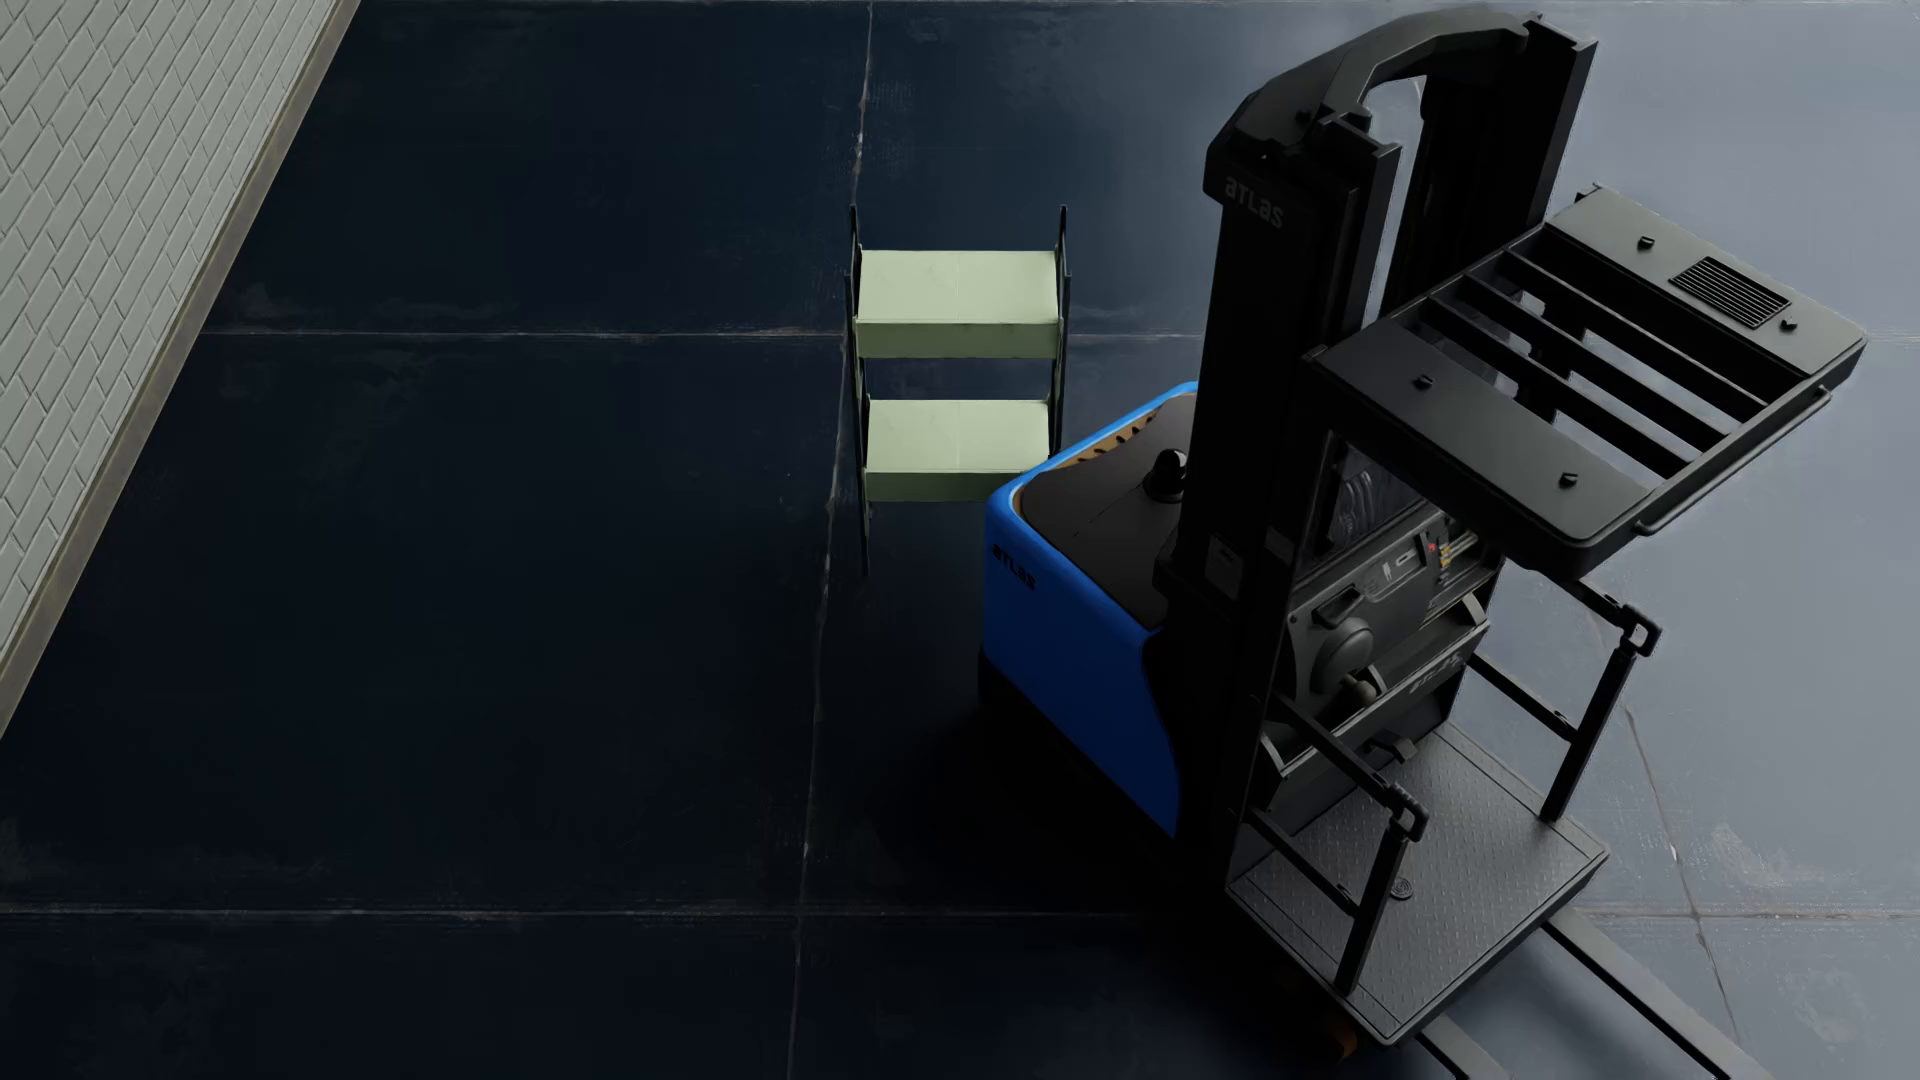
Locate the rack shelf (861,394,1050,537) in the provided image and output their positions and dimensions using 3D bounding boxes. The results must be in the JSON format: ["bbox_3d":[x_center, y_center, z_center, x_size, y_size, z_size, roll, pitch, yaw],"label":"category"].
[{"bbox_3d":[-0.007,-0.289,6.440,0.720,0.370,0.431,0,47,0],"label":"rack shelf"}]

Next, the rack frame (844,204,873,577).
[{"bbox_3d":[-0.373,-0.512,6.202,0.023,1.500,0.400,0,47,0],"label":"rack frame"}]

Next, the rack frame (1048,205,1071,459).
[{"bbox_3d":[0.359,-0.510,6.200,0.023,1.500,0.400,0,47,0],"label":"rack frame"}]

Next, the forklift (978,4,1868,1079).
[{"bbox_3d":[1.376,0.216,4.547,1.130,2.935,3.031,-30,54,-25],"label":"forklift"}]

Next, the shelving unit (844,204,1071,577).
[{"bbox_3d":[-0.007,-0.511,6.201,0.755,1.500,0.431,0,47,0],"label":"shelving unit"}]

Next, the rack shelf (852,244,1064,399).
[{"bbox_3d":[-0.007,-0.777,5.915,0.720,0.370,0.431,0,47,0],"label":"rack shelf"}]
